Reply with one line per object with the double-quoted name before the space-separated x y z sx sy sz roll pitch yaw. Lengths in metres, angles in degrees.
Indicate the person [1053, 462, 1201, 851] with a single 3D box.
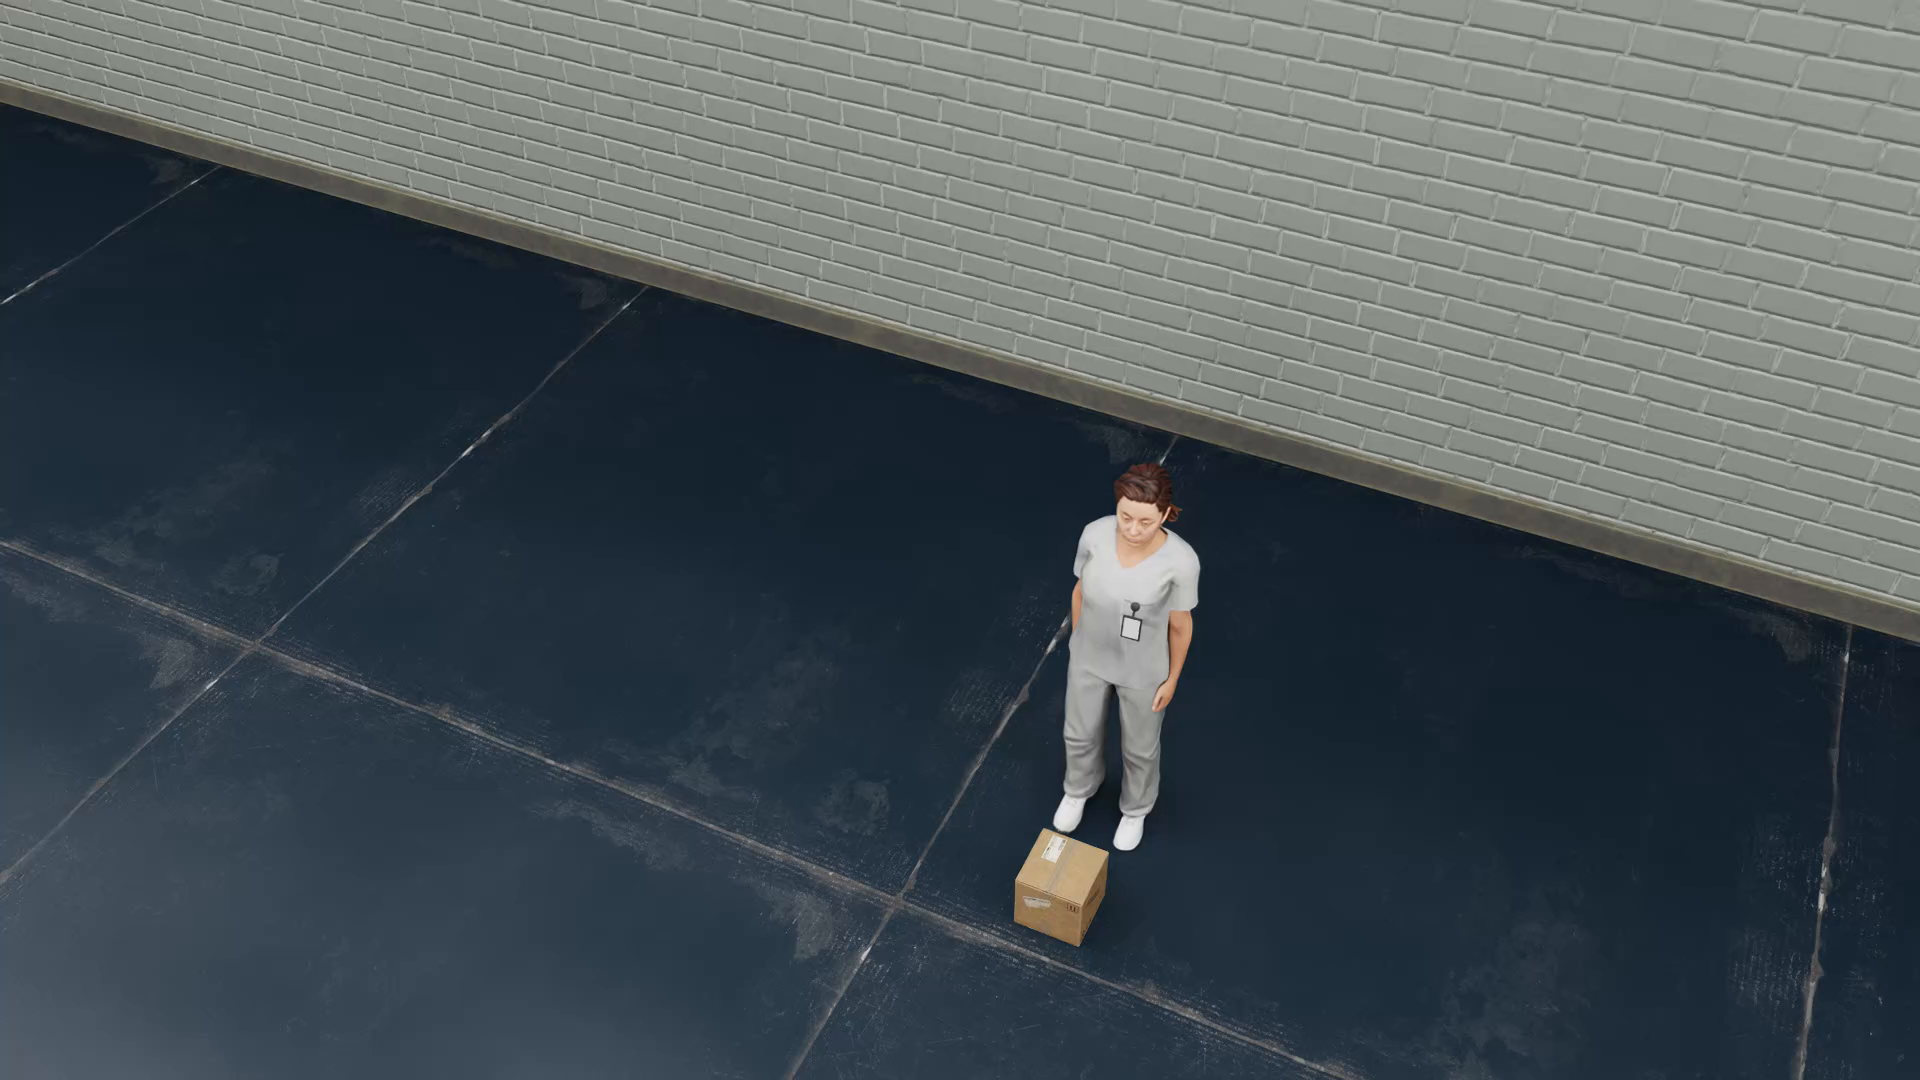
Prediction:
"person" 0.570 0.411 5.713 0.437 1.668 0.365 18 45 19
